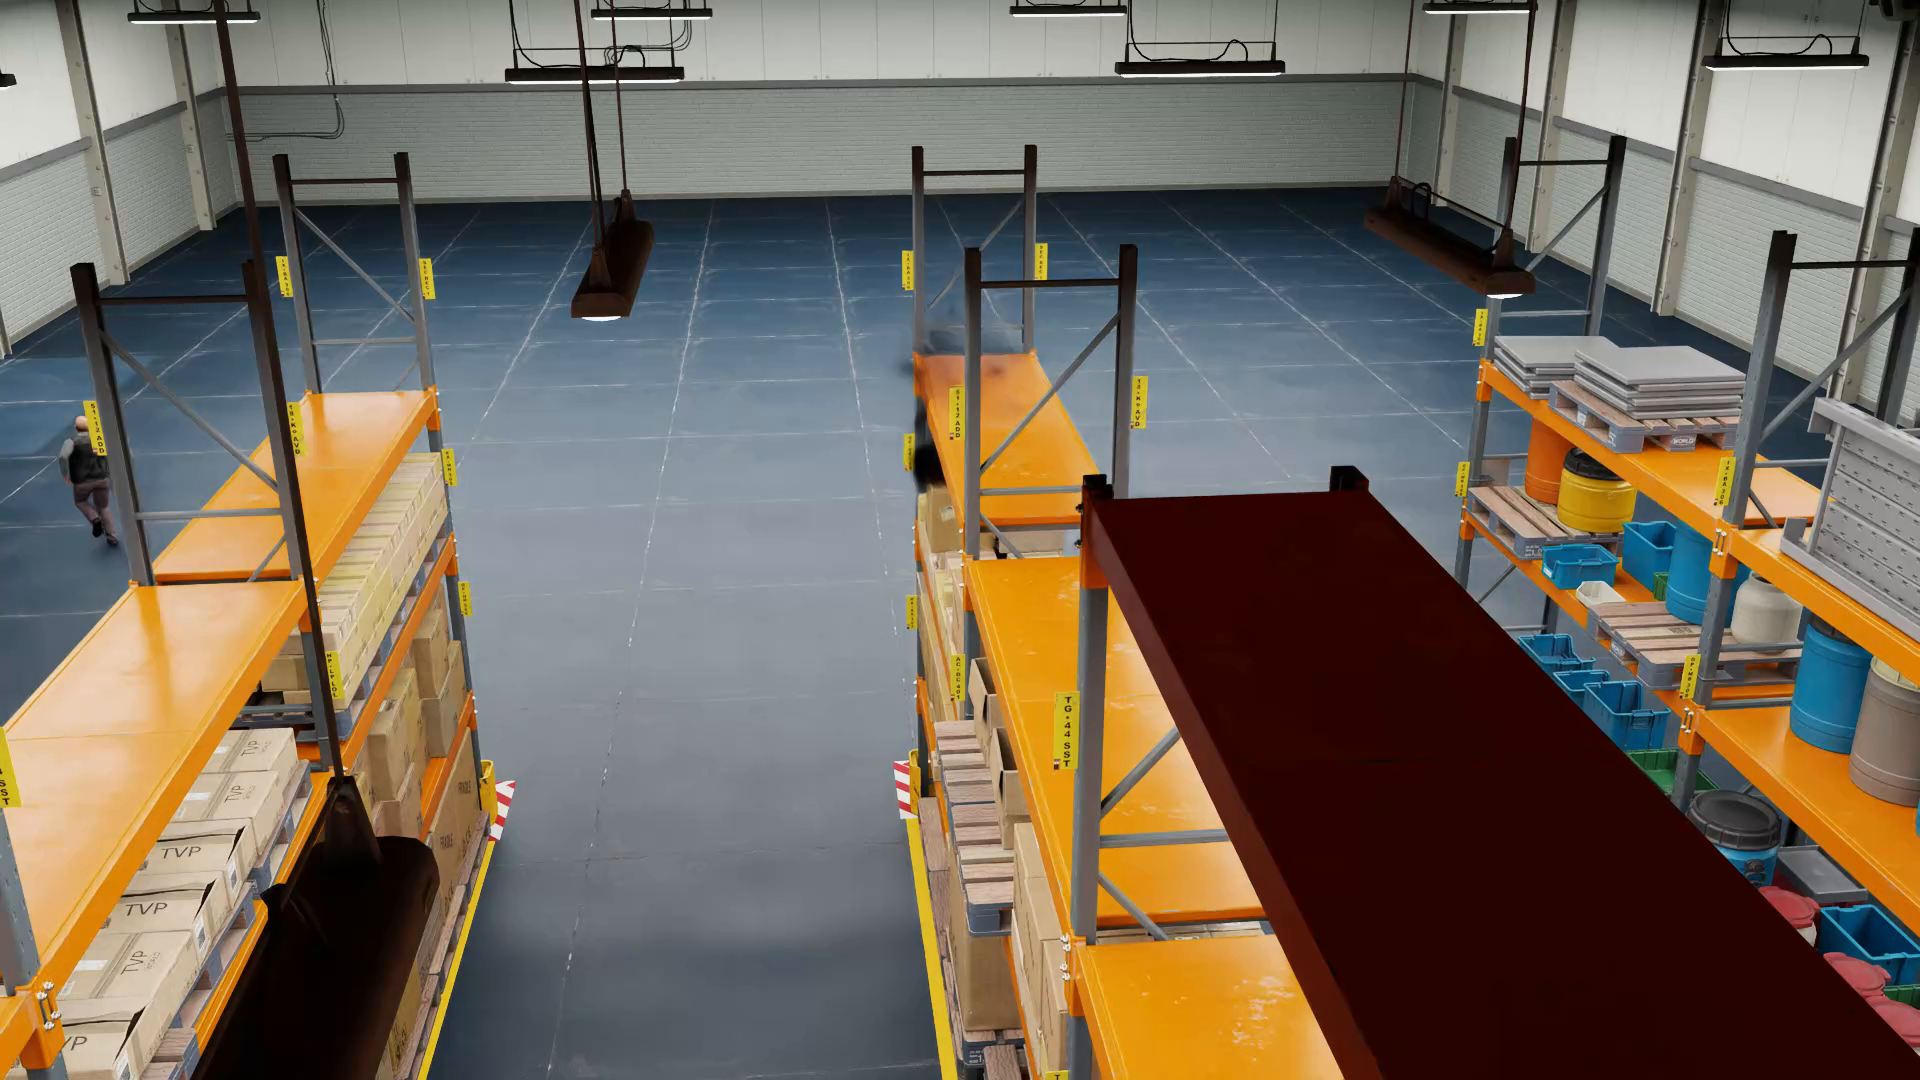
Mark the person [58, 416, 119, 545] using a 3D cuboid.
[{"bbox_3d":[-11.162,-0.771,21.318,0.669,1.684,0.703,-18,28,-38],"label":"person"}]
